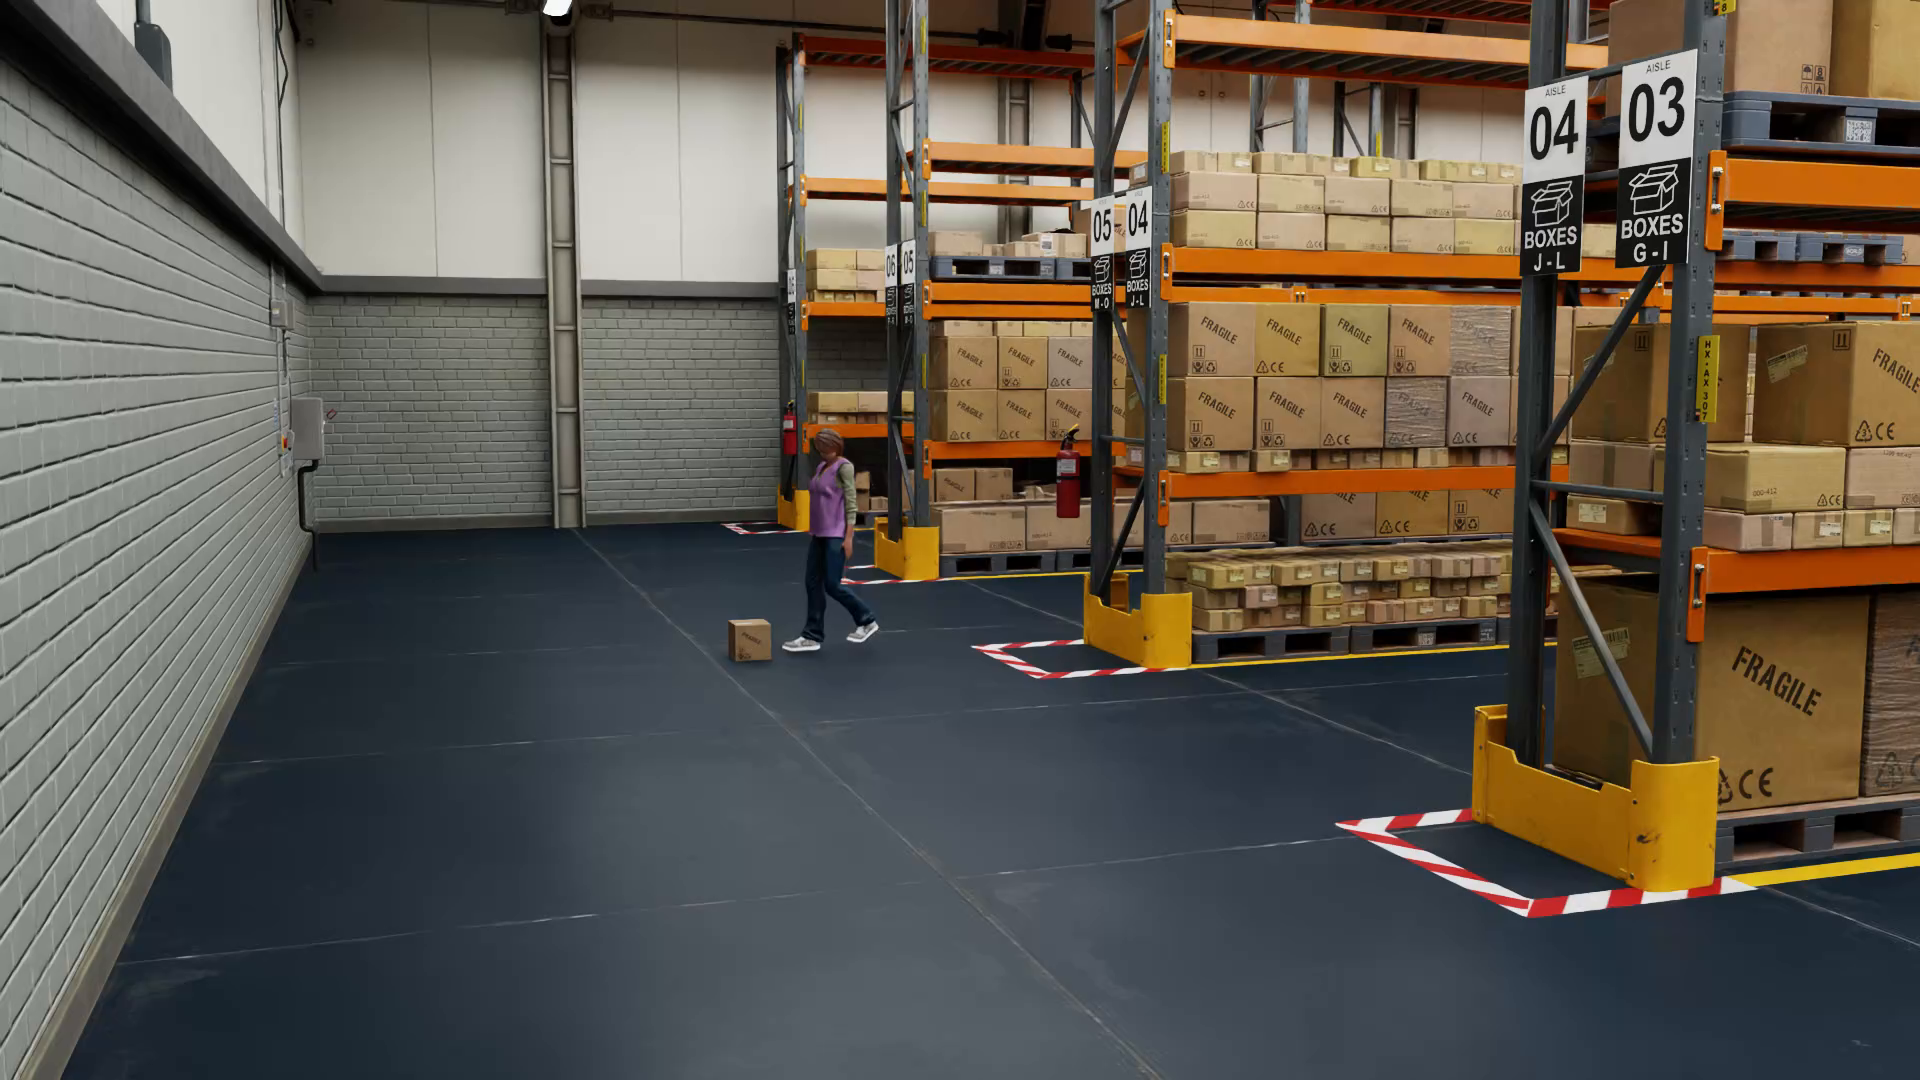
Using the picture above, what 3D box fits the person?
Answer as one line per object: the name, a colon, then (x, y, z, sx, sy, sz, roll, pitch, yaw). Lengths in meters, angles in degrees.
person: (-0.919, 0.005, 11.713, 0.647, 1.556, 0.443, -4, 7, -32)
